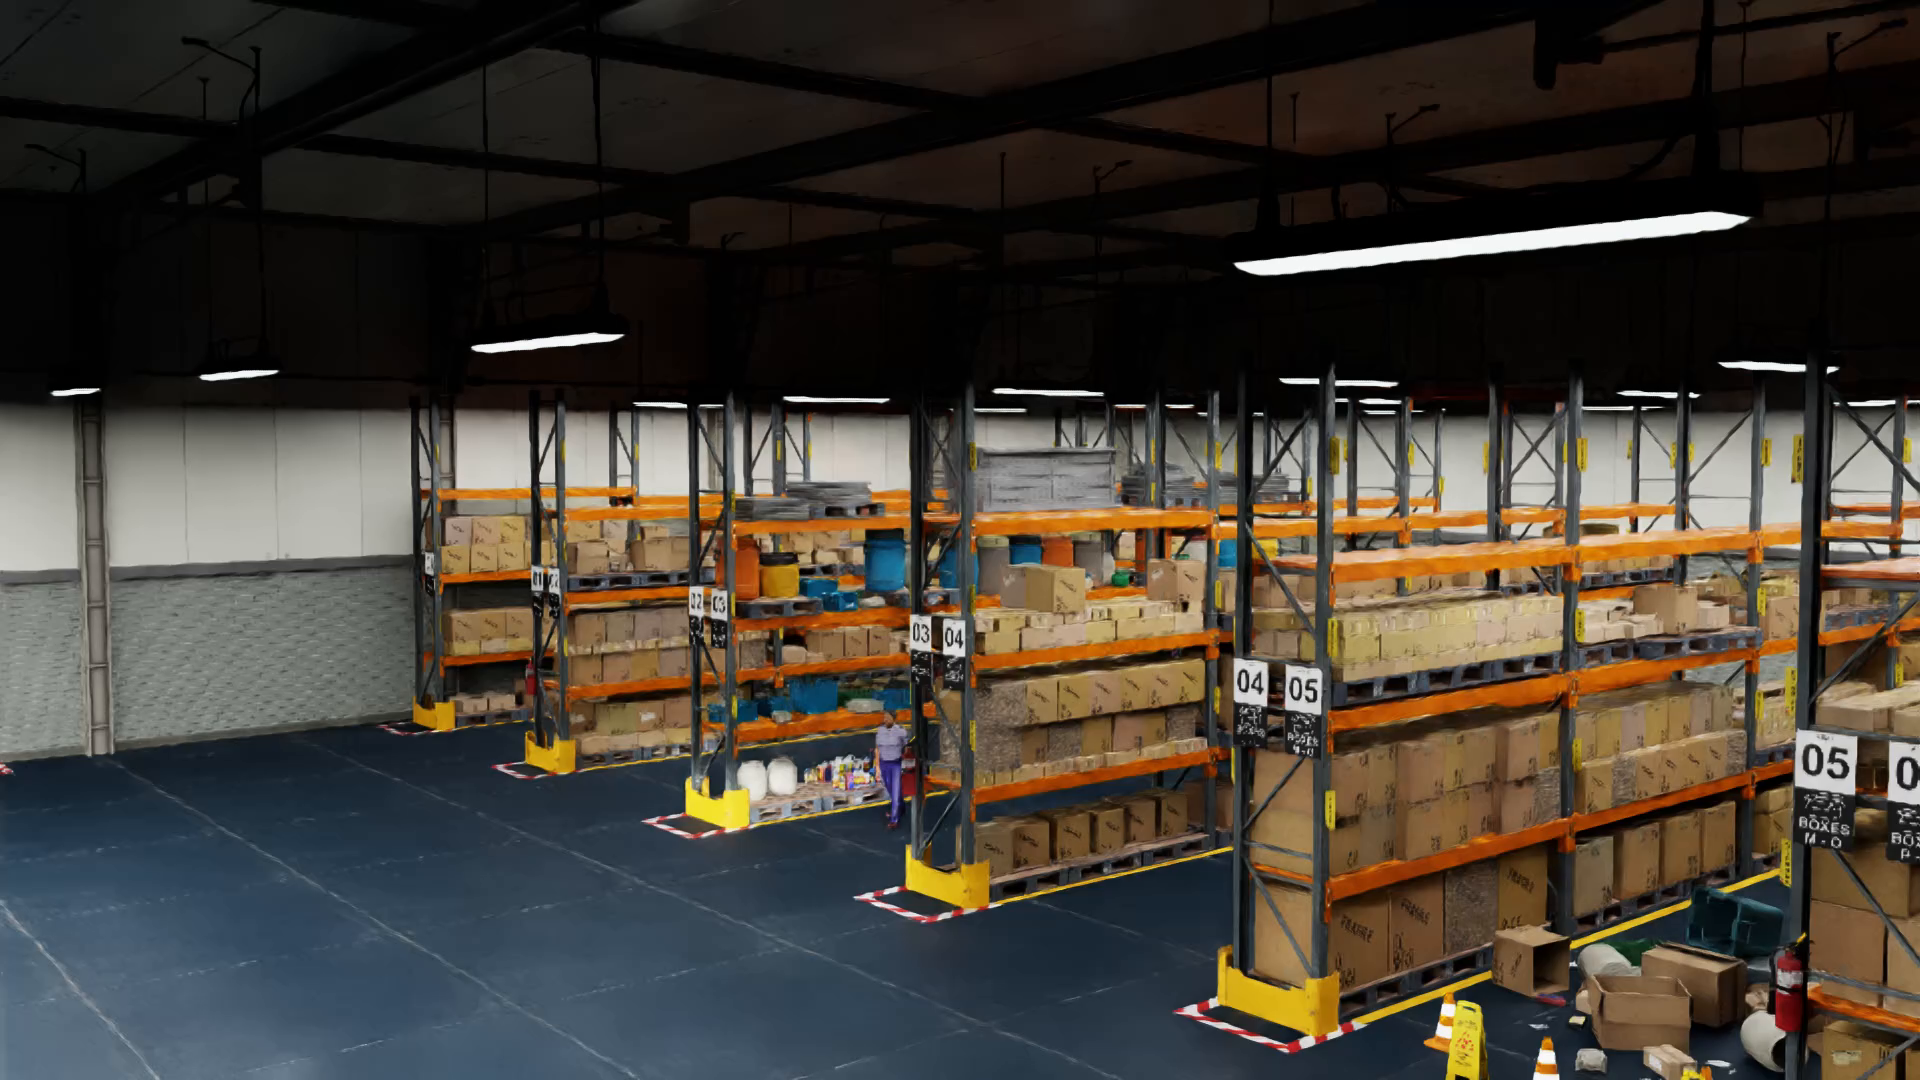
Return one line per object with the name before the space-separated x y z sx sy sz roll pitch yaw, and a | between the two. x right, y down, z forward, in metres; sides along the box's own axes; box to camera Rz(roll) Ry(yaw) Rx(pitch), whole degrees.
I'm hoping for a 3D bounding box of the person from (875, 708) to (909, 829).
person | -0.907 3.047 22.451 0.518 1.595 0.942 2 4 27
